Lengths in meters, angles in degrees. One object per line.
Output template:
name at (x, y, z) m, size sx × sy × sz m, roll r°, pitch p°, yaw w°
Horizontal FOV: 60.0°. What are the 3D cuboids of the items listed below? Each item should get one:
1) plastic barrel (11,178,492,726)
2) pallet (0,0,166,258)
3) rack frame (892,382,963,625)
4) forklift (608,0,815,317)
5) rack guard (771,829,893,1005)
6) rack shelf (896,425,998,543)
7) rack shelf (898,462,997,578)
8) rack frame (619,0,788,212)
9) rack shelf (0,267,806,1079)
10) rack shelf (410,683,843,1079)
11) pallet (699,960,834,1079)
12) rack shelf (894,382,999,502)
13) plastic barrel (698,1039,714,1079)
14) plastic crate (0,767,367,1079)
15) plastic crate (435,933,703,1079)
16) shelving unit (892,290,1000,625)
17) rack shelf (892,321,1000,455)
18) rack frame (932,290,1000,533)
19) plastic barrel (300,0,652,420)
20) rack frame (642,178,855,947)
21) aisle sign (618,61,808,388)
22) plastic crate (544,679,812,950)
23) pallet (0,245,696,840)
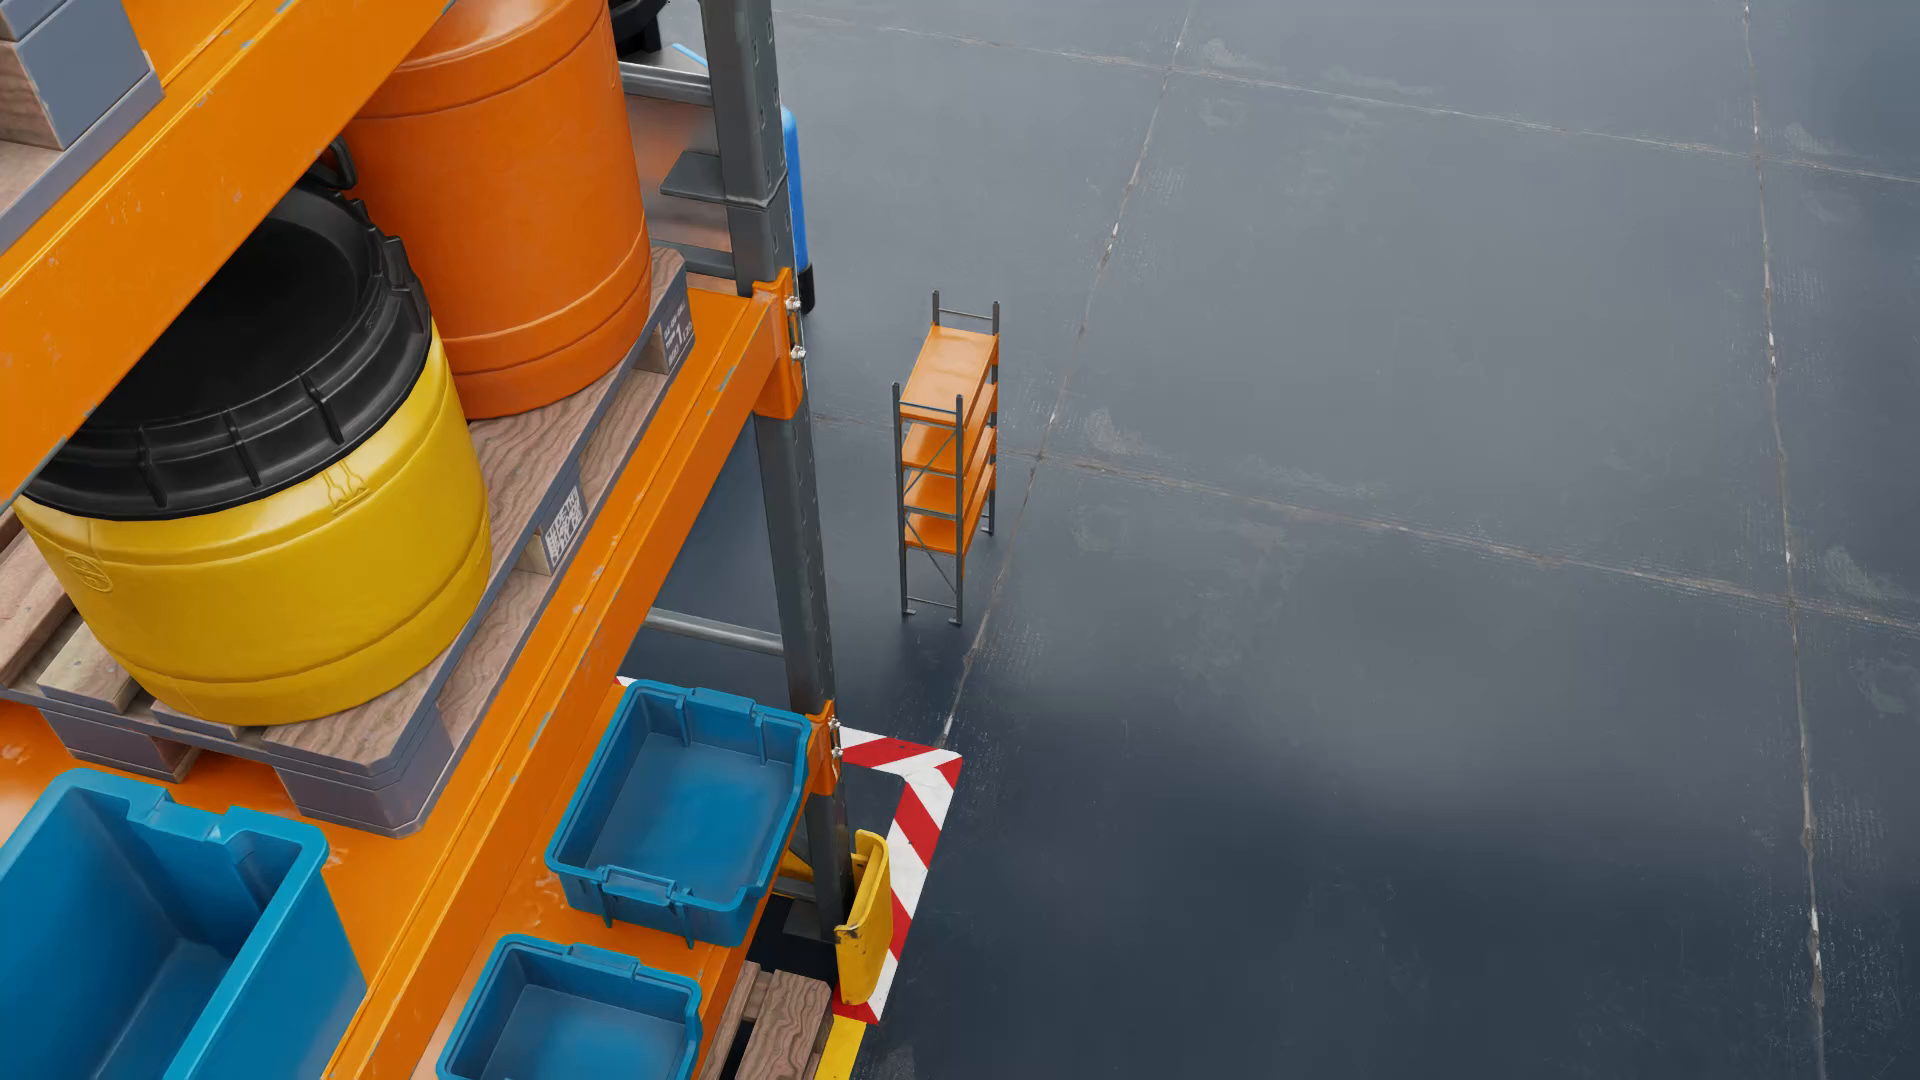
plastic barrel at (-1.018, -0.132, 2.379) m, size 0.600 × 0.588 × 0.600 m, roll 0°, pitch 49°, yaw 0°
pallet at (-1.384, -0.172, 1.211) m, size 1.003 × 0.211 × 1.213 m, roll 12°, pitch 50°, yaw 10°
rack frame at (-0.108, -0.101, 5.958) m, size 0.240 × 1.200 × 0.015 m, roll 12°, pitch 50°, yaw 10°
forklift at (-2.063, -2.504, 6.924) m, size 3.031 × 2.935 × 1.130 m, roll 36°, pitch 58°, yaw 27°
rack guard at (-0.815, 1.103, 5.362) m, size 1.175 × 0.500 × 0.348 m, roll 12°, pitch 50°, yaw 10°
rack shelf at (-0.044, -0.233, 6.164) m, size 0.258 × 0.148 × 0.480 m, roll 12°, pitch 50°, yaw 10°
rack shelf at (-0.044, -0.101, 6.313) m, size 0.258 × 0.148 × 0.480 m, roll 12°, pitch 50°, yaw 10°
rack frame at (-0.841, -1.773, 2.232) m, size 1.000 × 3.000 × 0.127 m, roll 12°, pitch 50°, yaw 10°
rack shelf at (-1.367, 0.904, 2.349) m, size 1.077 × 0.370 × 4.000 m, roll 12°, pitch 50°, yaw 10°
rack shelf at (-1.367, 1.897, 3.474) m, size 1.077 × 0.370 × 4.000 m, roll 12°, pitch 50°, yaw 10°
pallet at (-1.034, 1.786, 4.952) m, size 1.003 × 0.211 × 1.213 m, roll 12°, pitch 50°, yaw 10°
rack shelf at (-0.044, -0.381, 5.996) m, size 0.258 × 0.148 × 0.480 m, roll 12°, pitch 50°, yaw 10°
plastic barrel at (-0.940, 1.387, 4.823) m, size 0.421 × 0.512 × 0.421 m, roll 0°, pitch 49°, yaw 0°
plastic crate at (-1.052, 0.663, 2.093) m, size 0.392 × 0.384 × 0.575 m, roll 12°, pitch 50°, yaw 10°
plastic crate at (-0.860, 1.151, 3.752) m, size 0.499 × 0.251 × 0.408 m, roll 12°, pitch 50°, yaw 10°
shelving unit at (-0.044, -0.277, 6.113) m, size 0.258 × 1.200 × 0.503 m, roll 12°, pitch 50°, yaw 10°
rack shelf at (-0.044, -0.537, 5.819) m, size 0.258 × 0.148 × 0.480 m, roll 12°, pitch 50°, yaw 10°
rack frame at (0.021, -0.454, 6.269) m, size 0.240 × 1.200 × 0.015 m, roll 12°, pitch 50°, yaw 10°
plastic barrel at (-0.846, -0.685, 2.706) m, size 0.600 × 0.830 × 0.708 m, roll 12°, pitch 50°, yaw 10°
rack frame at (-0.841, 0.212, 4.481) m, size 1.000 × 3.000 × 0.127 m, roll 12°, pitch 50°, yaw 10°
aisle sign at (-0.535, -0.642, 3.501) m, size 0.394 × 0.787 × 0.004 m, roll 12°, pitch 50°, yaw 10°
plastic crate at (-0.684, 0.682, 4.165) m, size 0.499 × 0.251 × 0.616 m, roll 12°, pitch 50°, yaw 10°
pallet at (-1.153, -0.139, 2.916) m, size 1.003 × 0.211 × 1.213 m, roll 12°, pitch 50°, yaw 10°
